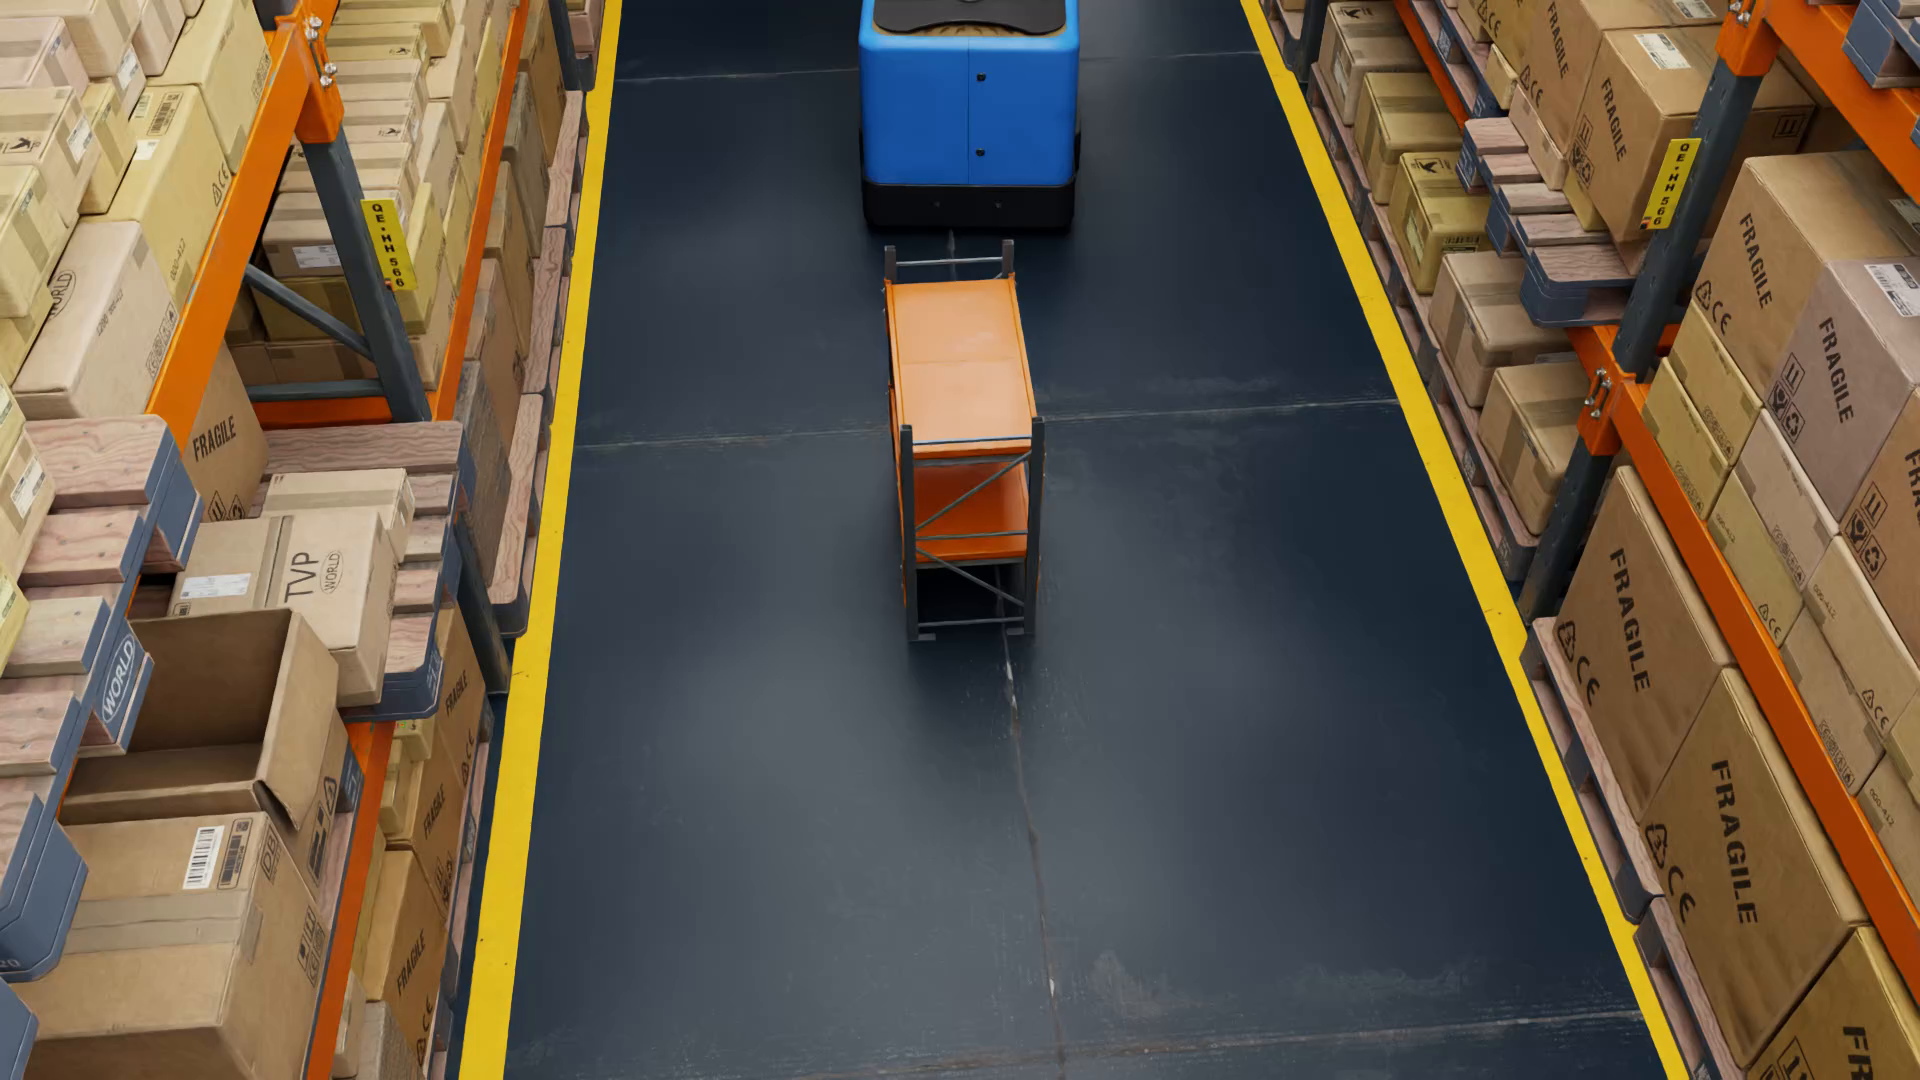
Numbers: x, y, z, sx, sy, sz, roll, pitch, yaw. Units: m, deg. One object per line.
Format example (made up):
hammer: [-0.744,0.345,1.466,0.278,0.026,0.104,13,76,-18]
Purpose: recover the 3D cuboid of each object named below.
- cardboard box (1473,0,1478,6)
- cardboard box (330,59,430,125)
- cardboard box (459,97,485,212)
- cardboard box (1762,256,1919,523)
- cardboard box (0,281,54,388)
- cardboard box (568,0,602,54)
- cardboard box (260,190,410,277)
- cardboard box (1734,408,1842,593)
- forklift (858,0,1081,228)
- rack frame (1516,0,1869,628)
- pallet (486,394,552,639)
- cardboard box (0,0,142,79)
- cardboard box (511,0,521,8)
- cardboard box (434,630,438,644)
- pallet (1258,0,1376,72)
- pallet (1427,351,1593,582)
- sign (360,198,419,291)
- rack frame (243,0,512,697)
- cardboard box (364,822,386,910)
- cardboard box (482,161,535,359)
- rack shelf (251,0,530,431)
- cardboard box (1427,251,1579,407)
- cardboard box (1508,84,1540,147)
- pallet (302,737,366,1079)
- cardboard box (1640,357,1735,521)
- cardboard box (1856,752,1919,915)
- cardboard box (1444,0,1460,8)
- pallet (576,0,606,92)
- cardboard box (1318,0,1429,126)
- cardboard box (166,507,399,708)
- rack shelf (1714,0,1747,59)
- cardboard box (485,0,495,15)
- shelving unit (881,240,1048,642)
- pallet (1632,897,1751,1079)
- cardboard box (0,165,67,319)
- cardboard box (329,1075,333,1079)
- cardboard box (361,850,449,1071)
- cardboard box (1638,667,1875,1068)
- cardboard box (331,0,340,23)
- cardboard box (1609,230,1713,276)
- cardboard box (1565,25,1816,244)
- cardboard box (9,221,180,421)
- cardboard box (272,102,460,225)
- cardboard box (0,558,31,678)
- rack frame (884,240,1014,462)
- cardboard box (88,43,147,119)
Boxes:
cardboard box: [2.267,-2.487,6.613,0.500,0.500,0.500,-5,47,-5]
cardboard box: [-2.060,-1.528,5.752,0.380,0.149,0.250,-3,47,-3]
cardboard box: [-2.102,-1.477,6.322,0.500,0.250,0.500,-5,47,-5]
cardboard box: [2.573,-0.409,4.450,0.500,0.500,0.500,-3,47,-3]
cardboard box: [-1.870,-0.399,2.961,0.380,0.149,0.250,-2,47,-2]
cardboard box: [-2.267,-2.919,9.190,0.500,0.250,0.500,-3,47,-3]
cardboard box: [-1.955,-0.962,5.216,0.380,0.149,0.250,-2,47,-2]
cardboard box: [2.563,-0.125,4.698,0.500,0.250,0.500,-2,47,-2]
forklift: [0.068,-3.614,8.291,1.130,2.935,3.031,1,47,1]
rack frame: [2.725,-0.760,5.541,1.000,3.000,0.127,-3,47,-3]
pallet: [-2.251,-0.095,6.831,1.003,0.211,1.213,-3,47,-3]
cardboard box: [-1.908,-1.059,3.381,0.380,0.149,0.250,-5,47,-5]
cardboard box: [-2.206,-2.586,7.373,0.500,0.250,0.500,-4,47,-4]
cardboard box: [-1.928,0.378,5.448,0.380,0.149,0.250,-6,47,-5]
pallet: [2.298,-3.179,9.752,1.003,0.211,1.213,-3,47,-3]
pallet: [2.661,-0.367,7.089,1.003,0.211,1.213,-3,47,-3]
sign: [-1.681,-0.867,4.899,0.100,0.325,0.005,-3,47,-3]
rack frame: [-2.221,-0.456,5.252,1.000,3.000,0.127,-3,47,-3]
cardboard box: [-1.919,0.961,4.896,0.380,0.149,0.250,-2,47,-2]
cardboard box: [-2.379,-1.195,7.299,0.875,0.625,0.625,-5,47,-5]
rack shelf: [-2.389,-1.656,6.884,1.077,0.370,4.000,-3,47,-3]
cardboard box: [2.617,-0.944,7.235,0.950,0.372,0.625,-4,47,-4]
cardboard box: [2.289,-1.593,6.213,0.380,0.149,0.250,-5,47,-5]
pallet: [-2.054,1.017,3.990,1.003,0.211,1.213,-3,47,-3]
cardboard box: [2.515,-0.339,5.245,0.500,0.250,0.500,-4,47,-4]
cardboard box: [2.658,0.768,4.197,0.500,0.250,0.500,-3,47,-3]
cardboard box: [2.202,-2.349,6.929,0.380,0.149,0.250,-2,47,-2]
pallet: [-2.581,-2.969,9.553,1.003,0.211,1.213,-3,47,-3]
cardboard box: [2.436,-2.516,8.724,0.950,0.372,0.625,-3,47,-3]
cardboard box: [-1.811,0.195,4.450,0.500,0.250,0.500,-5,47,-5]
rack shelf: [2.557,-2.991,6.083,1.077,0.370,4.000,-3,47,-3]
cardboard box: [-2.173,-2.389,6.842,0.500,0.250,0.500,-3,47,-3]
shelving unit: [0.001,-0.382,6.473,0.538,1.125,1.048,-3,47,-3]
pallet: [2.814,1.654,5.175,1.003,0.211,1.213,-3,47,-3]
cardboard box: [-1.789,-0.506,2.857,0.380,0.149,0.250,-3,47,-3]
cardboard box: [-1.875,1.520,4.367,0.380,0.149,0.250,-3,47,-3]
cardboard box: [-1.894,1.293,5.028,0.500,0.500,0.500,-2,47,-2]
cardboard box: [2.770,0.976,5.070,0.875,0.875,0.875,-3,47,-3]
cardboard box: [-2.191,-2.077,6.272,0.380,0.149,0.250,-3,47,-3]
cardboard box: [2.463,-1.041,5.691,0.380,0.149,0.250,-2,47,-2]
cardboard box: [2.409,-1.353,5.539,0.500,0.500,0.500,-5,47,-4]
cardboard box: [-1.852,-0.354,3.193,0.500,0.250,0.500,-3,47,-3]
cardboard box: [-2.056,-1.275,5.787,0.500,0.250,0.500,-2,47,-2]
cardboard box: [-1.615,0.151,2.427,0.380,0.149,0.250,-2,47,-2]
rack frame: [-0.042,-0.750,6.822,0.500,1.125,0.032,-3,47,-3]
cardboard box: [-1.953,-0.951,3.484,0.380,0.149,0.250,-3,47,-2]
